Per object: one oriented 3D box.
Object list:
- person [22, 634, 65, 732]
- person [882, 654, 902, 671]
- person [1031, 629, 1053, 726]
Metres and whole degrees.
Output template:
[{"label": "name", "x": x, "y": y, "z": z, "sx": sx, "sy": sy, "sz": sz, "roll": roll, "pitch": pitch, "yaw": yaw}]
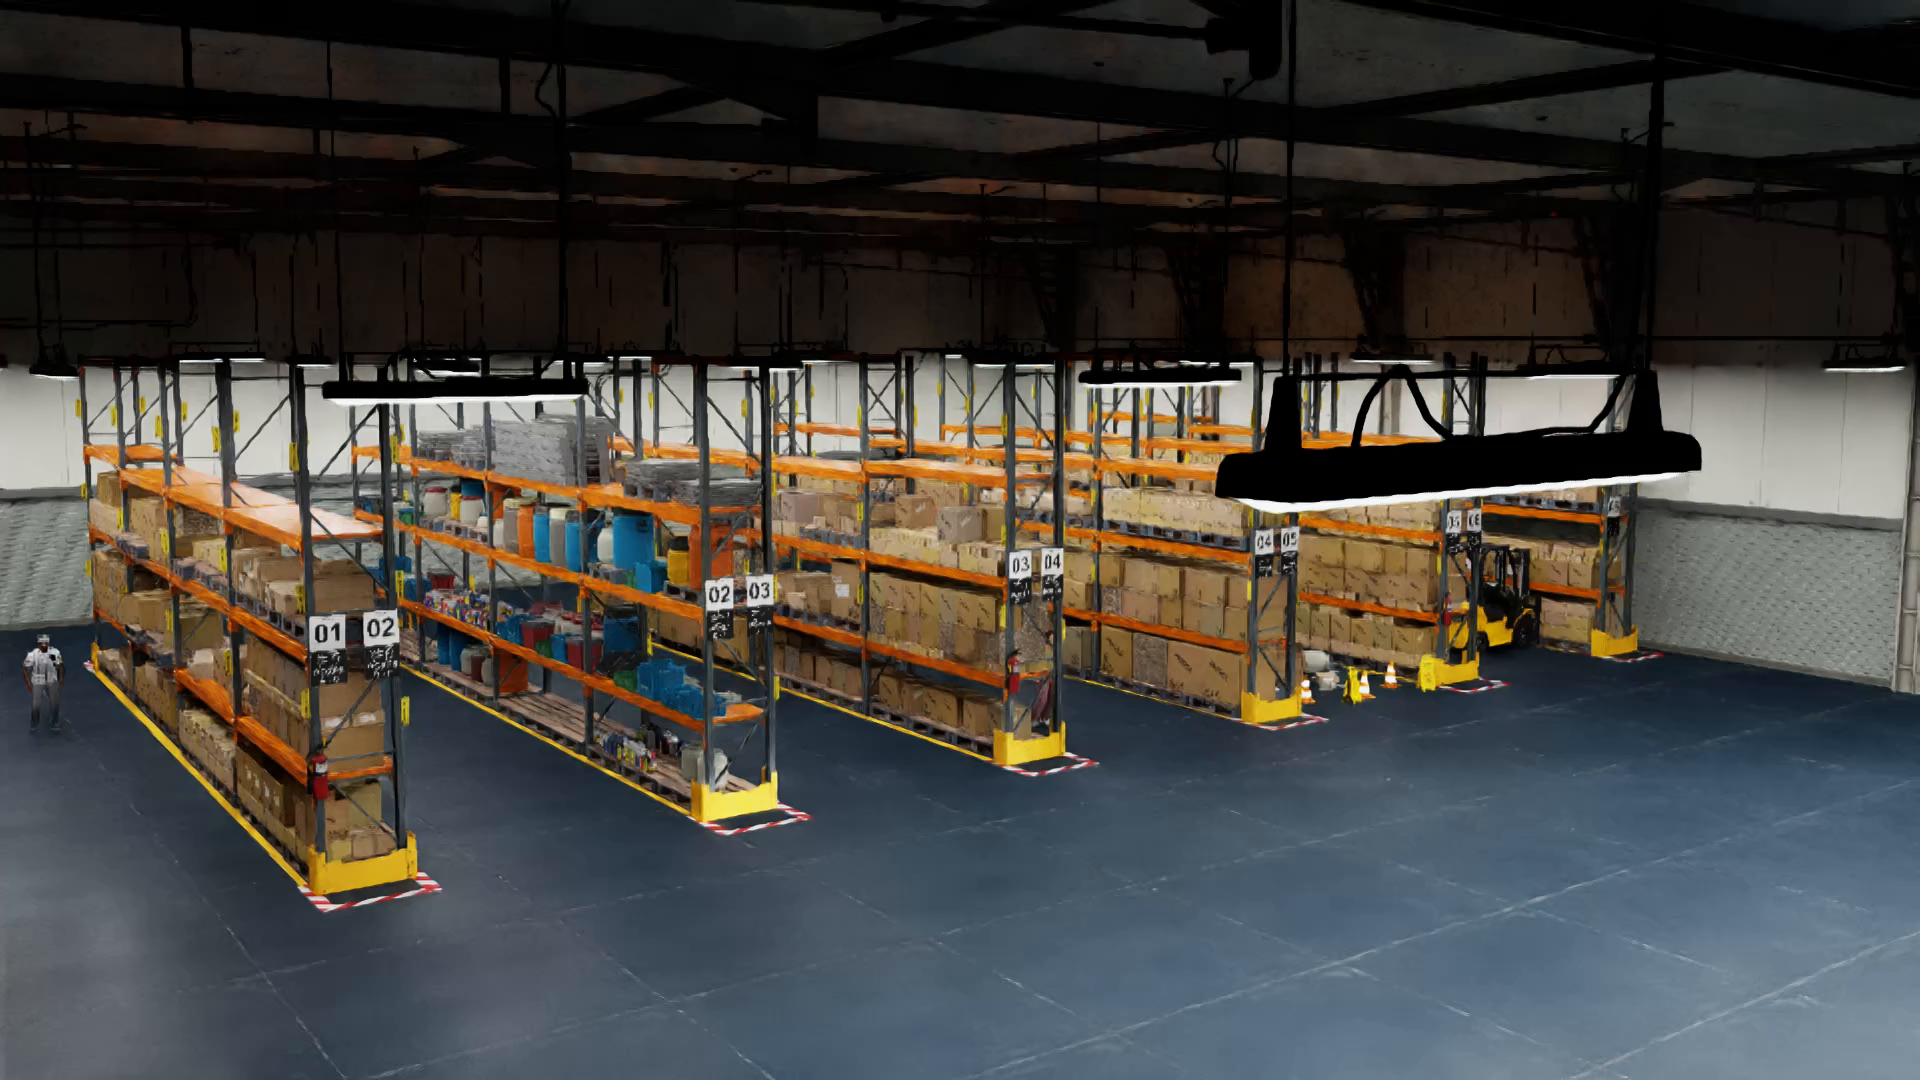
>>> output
[{"label": "person", "x": -14.751, "y": 2.288, "z": 26.794, "sx": 0.593, "sy": 1.629, "sz": 0.528, "roll": -5, "pitch": 9, "yaw": -37}, {"label": "person", "x": -1.197, "y": 1.699, "z": 31.212, "sx": 0.702, "sy": 1.735, "sz": 0.549, "roll": -5, "pitch": 9, "yaw": -36}, {"label": "person", "x": 1.402, "y": 2.244, "z": 27.200, "sx": 0.598, "sy": 1.619, "sz": 0.507, "roll": -5, "pitch": 9, "yaw": -37}]
